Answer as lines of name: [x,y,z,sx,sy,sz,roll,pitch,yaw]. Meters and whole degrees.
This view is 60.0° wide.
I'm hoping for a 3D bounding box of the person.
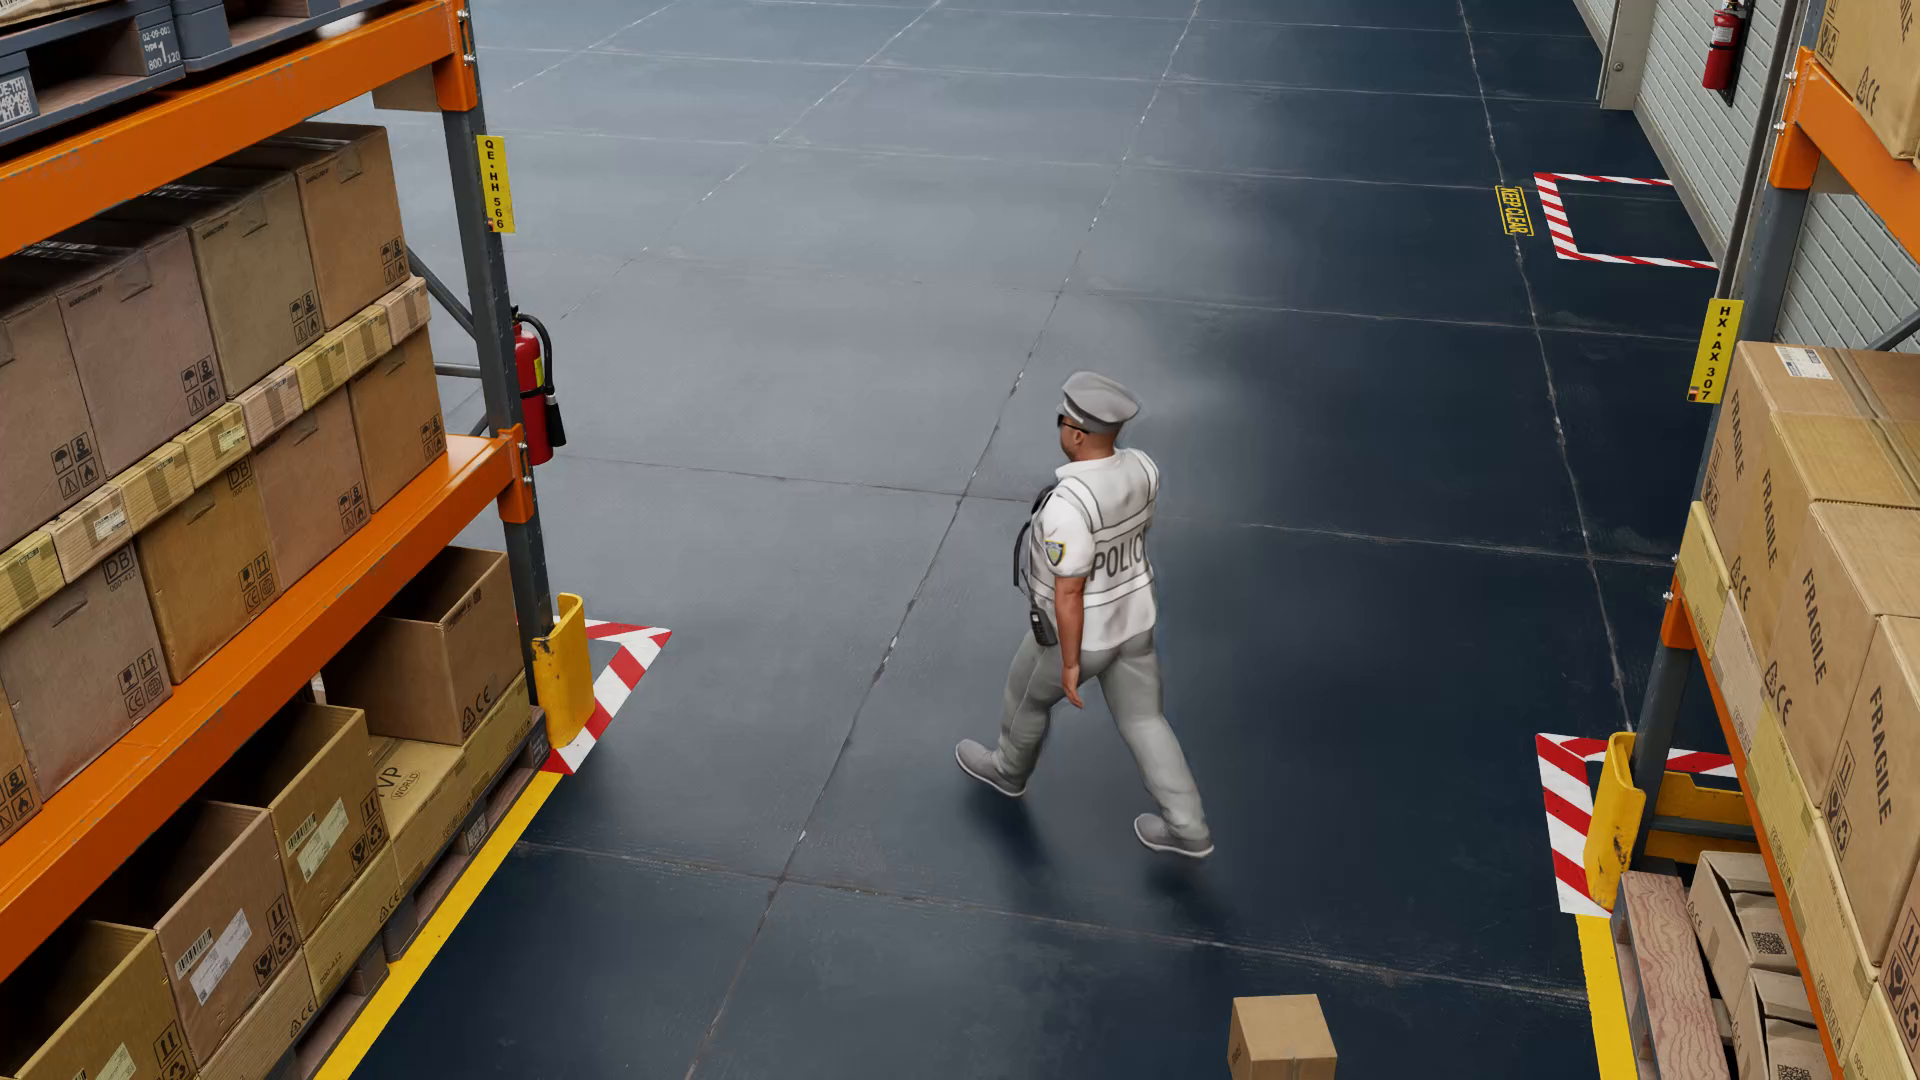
person: [0.445,0.252,5.651,0.530,1.716,1.086,-22,36,-35]
